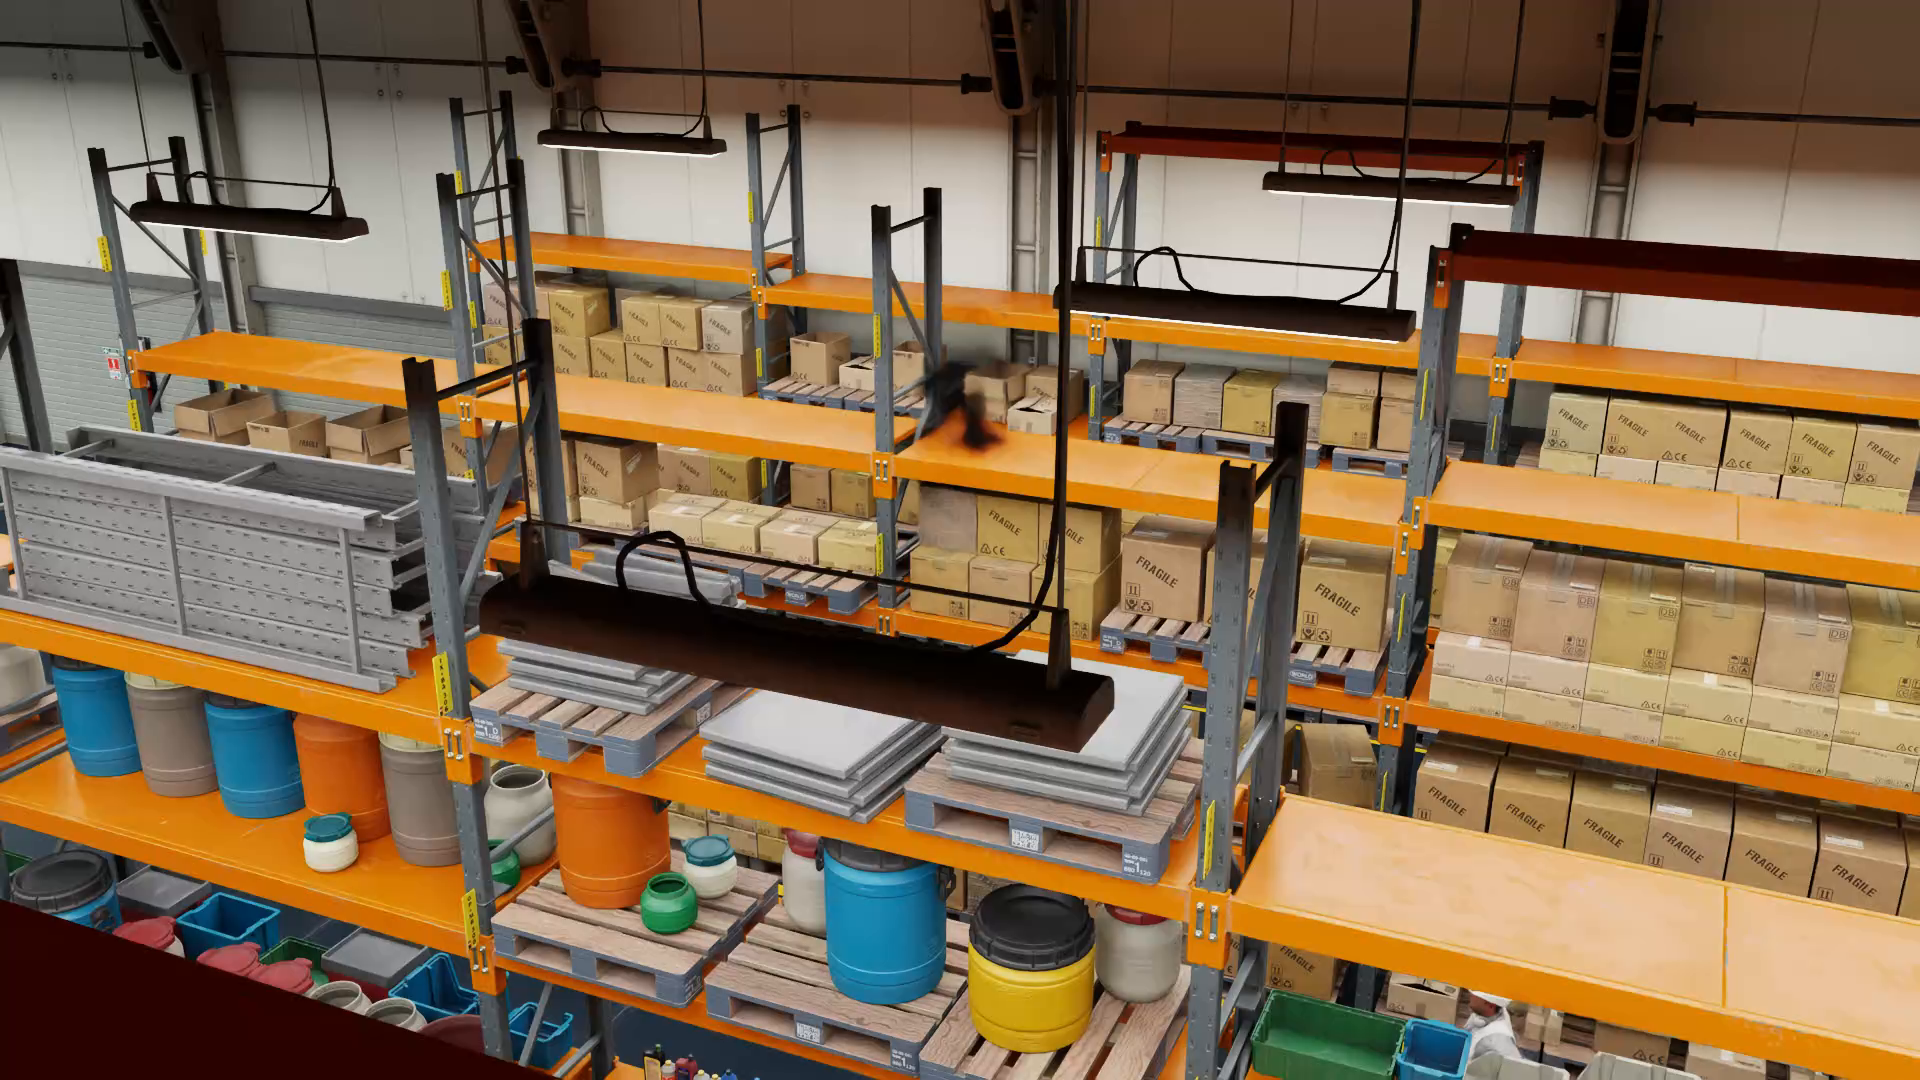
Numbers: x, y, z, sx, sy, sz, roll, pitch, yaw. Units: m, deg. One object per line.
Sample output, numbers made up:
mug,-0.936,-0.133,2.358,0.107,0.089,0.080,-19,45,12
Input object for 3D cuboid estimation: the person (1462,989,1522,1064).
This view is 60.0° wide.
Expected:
person,3.332,3.554,10.713,0.768,1.758,0.625,7,22,17
